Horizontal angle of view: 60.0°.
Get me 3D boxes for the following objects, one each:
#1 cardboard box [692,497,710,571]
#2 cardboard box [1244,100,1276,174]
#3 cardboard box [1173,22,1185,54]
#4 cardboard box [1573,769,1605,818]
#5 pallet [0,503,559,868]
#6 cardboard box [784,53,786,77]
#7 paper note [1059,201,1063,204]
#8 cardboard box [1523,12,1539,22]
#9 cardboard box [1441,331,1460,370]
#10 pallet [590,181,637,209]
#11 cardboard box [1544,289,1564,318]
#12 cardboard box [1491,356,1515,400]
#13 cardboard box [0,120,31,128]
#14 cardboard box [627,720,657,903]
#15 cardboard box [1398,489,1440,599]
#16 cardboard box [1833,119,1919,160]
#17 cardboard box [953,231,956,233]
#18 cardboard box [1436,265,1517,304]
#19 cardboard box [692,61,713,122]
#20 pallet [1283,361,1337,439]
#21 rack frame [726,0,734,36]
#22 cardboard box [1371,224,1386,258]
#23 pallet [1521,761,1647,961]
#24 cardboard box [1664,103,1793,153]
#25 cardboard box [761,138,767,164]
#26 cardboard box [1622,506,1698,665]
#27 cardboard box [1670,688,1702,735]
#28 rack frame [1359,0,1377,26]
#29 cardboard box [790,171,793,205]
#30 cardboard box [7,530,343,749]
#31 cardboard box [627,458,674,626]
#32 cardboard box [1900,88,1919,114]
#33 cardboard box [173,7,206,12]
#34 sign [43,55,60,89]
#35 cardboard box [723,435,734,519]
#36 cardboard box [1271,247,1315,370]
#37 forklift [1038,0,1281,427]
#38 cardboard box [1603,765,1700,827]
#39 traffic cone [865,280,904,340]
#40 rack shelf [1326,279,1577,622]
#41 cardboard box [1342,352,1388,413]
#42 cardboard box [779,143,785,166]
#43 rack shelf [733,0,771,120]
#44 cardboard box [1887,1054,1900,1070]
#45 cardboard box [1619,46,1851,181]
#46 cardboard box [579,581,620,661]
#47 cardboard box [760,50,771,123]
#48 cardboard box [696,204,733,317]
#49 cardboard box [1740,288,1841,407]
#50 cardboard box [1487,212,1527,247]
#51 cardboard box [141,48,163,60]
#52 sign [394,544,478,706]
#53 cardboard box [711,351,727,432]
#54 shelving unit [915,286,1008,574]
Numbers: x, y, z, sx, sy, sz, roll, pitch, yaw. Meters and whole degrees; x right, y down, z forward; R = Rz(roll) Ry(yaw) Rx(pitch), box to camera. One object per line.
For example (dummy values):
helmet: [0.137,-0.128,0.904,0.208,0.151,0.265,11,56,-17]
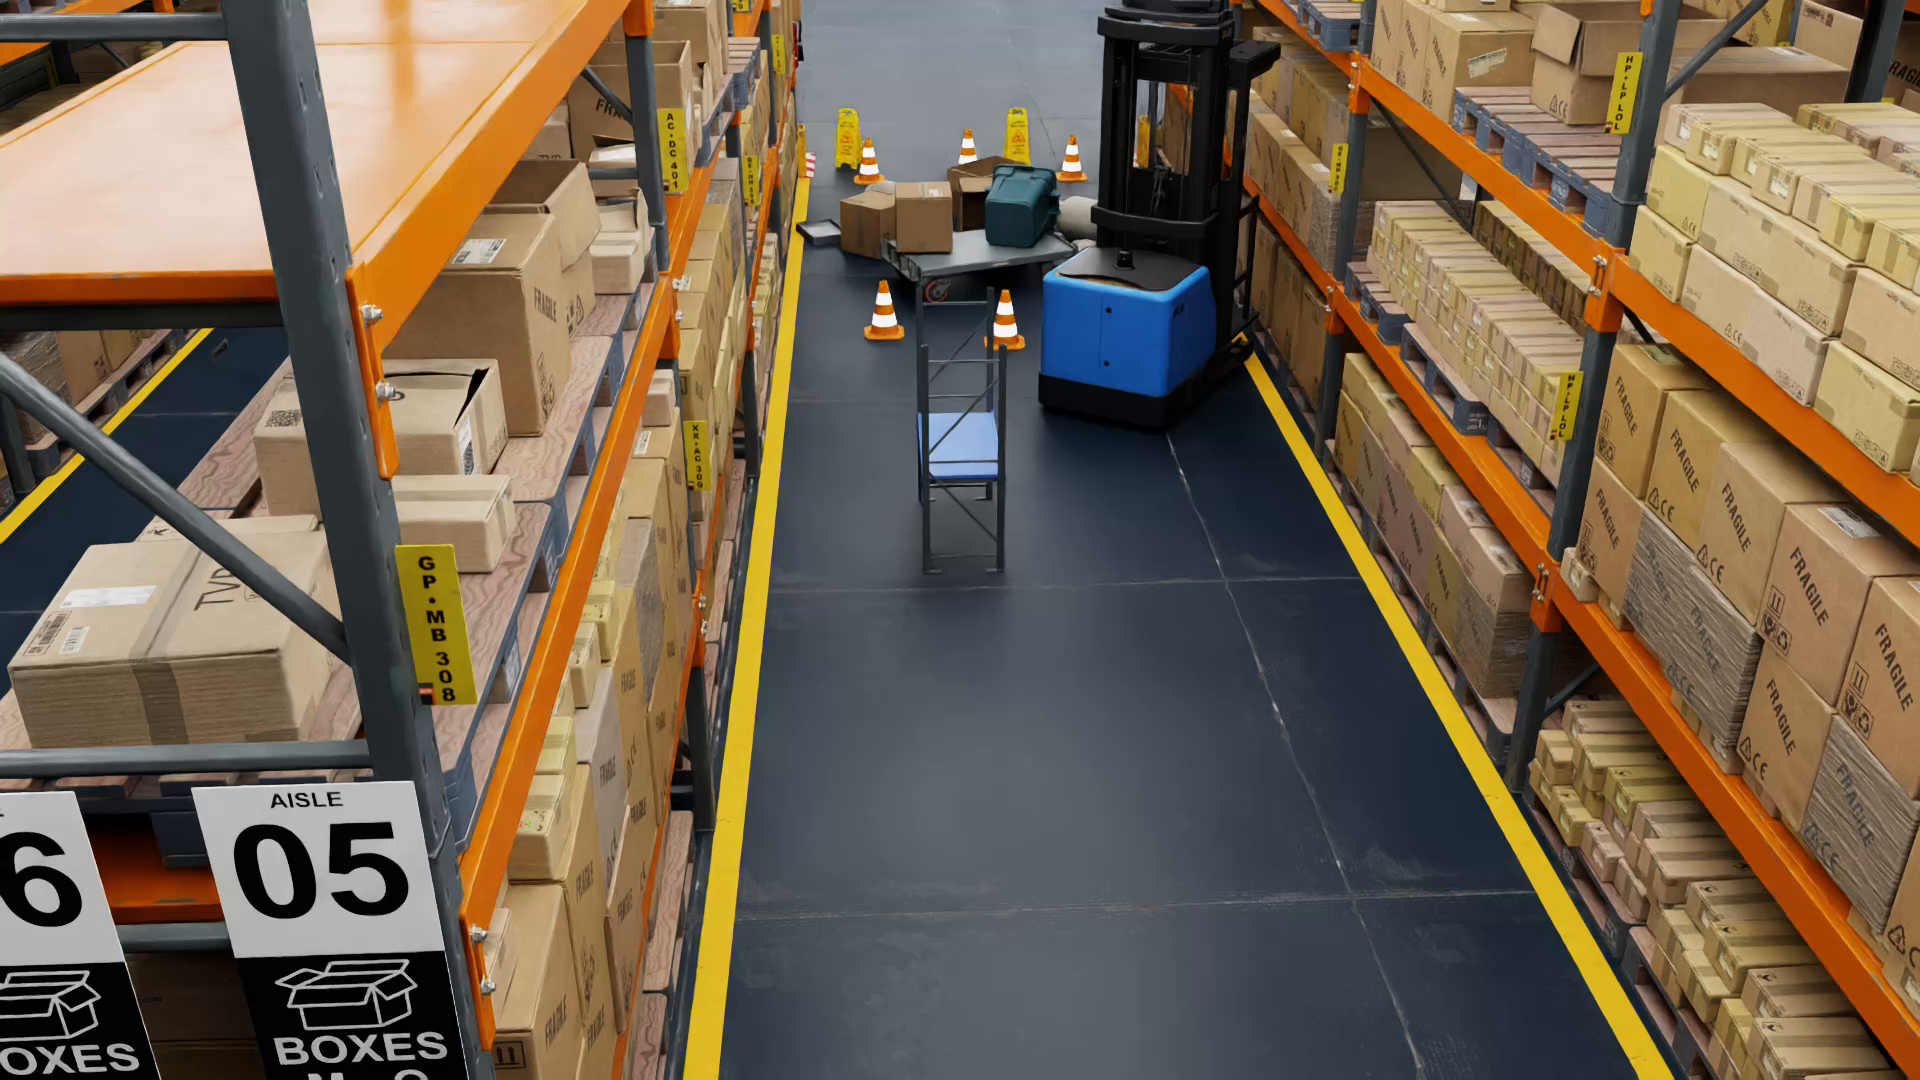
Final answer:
cardboard box: [-1.446,-0.073,7.809,0.500,0.250,0.500,-2,28,-4]
cardboard box: [2.619,-3.353,13.827,0.500,0.500,0.500,-1,28,-2]
cardboard box: [2.643,-5.019,16.968,0.875,0.550,0.550,-1,28,-3]
cardboard box: [3.053,1.139,7.629,0.380,0.149,0.250,-1,28,-2]
pallet: [-1.527,0.284,3.814,1.003,0.211,1.213,-1,28,-3]
cardboard box: [-1.958,-4.707,16.102,0.500,0.500,0.500,-1,28,-2]
paper note: [1.008,-3.575,17.574,0.144,0.017,0.142,8,29,15]
cardboard box: [3.387,-2.599,9.137,0.500,0.500,0.500,-1,28,-3]
cardboard box: [2.947,-1.075,9.384,0.380,0.149,0.250,-2,28,-4]
pallet: [-1.784,-1.598,7.533,0.805,0.209,1.217,-2,28,-5]
cardboard box: [3.592,-1.338,9.567,0.380,0.149,0.250,-1,28,-1]
cardboard box: [2.989,-0.845,8.622,0.380,0.149,0.250,-2,28,-4]
cardboard box: [-7.244,-3.078,12.598,0.380,0.149,0.250,-2,28,-3]
cardboard box: [-1.322,0.945,5.587,0.500,0.500,0.500,0,28,-1]
cardboard box: [2.912,0.016,9.725,0.500,0.500,0.500,-2,28,-4]
cardboard box: [3.564,-1.499,6.326,0.380,0.149,0.250,-1,28,-1]
cardboard box: [-0.004,-2.841,15.909,0.258,0.266,0.396,-23,35,-37]
cardboard box: [2.943,-1.457,9.475,0.380,0.149,0.250,-1,28,-1]
cardboard box: [-1.433,-2.239,8.247,0.396,0.266,0.258,1,28,2]
pallet: [3.076,-1.073,12.580,1.003,0.211,1.213,-1,28,-3]
rack frame: [-1.896,-4.438,9.527,1.000,3.000,0.127,-1,28,-3]
cardboard box: [2.867,-1.922,10.688,0.380,0.149,0.250,0,28,0]
pallet: [3.321,1.449,7.743,1.003,0.211,1.213,-1,28,-3]
cardboard box: [3.024,-1.618,6.556,0.380,0.149,0.250,-2,28,-4]
cardboard box: [-1.740,-3.111,13.288,0.380,0.149,0.250,-1,28,-2]
cardboard box: [3.058,0.190,6.711,0.500,0.500,0.500,-1,28,-3]
cardboard box: [3.049,0.637,6.557,0.380,0.149,0.250,-1,28,-2]
rack frame: [3.042,-4.604,9.846,1.000,3.000,0.127,-1,28,-3]
cardboard box: [-1.951,-3.591,16.911,0.500,0.250,0.500,-2,28,-4]
cardboard box: [-1.592,0.217,3.446,0.500,0.250,0.500,-4,28,-7]
cardboard box: [-1.368,0.028,6.264,0.500,0.500,0.500,-2,28,-3]
cardboard box: [7.974,-3.298,13.263,0.797,0.503,0.637,1,28,3]
cardboard box: [-7.506,-5.051,16.060,0.380,0.149,0.250,-2,28,-4]
sign: [-7.616,-3.908,13.978,0.100,0.325,0.005,-1,28,-3]
cardboard box: [-1.943,-0.701,10.693,0.875,0.875,0.875,-2,28,-3]
cardboard box: [3.051,-1.820,12.974,1.050,0.750,0.750,-1,28,-2]
forklift: [1.741,-2.773,12.897,1.130,2.935,3.031,14,31,25]
cardboard box: [3.080,1.126,7.333,0.380,0.149,0.250,-2,28,-3]
traffic cone: [-0.642,-1.961,14.010,0.336,0.463,0.334,-1,28,-3]
rack shelf: [3.146,-0.701,9.629,1.077,0.370,4.000,-1,28,-3]
cardboard box: [2.836,-1.030,10.919,0.500,0.250,0.500,-3,28,-5]
cardboard box: [-1.813,-3.550,15.320,0.380,0.149,0.250,-1,28,-2]
rack shelf: [-2.000,-3.712,12.158,1.077,0.370,4.000,-1,28,-3]
cardboard box: [3.616,1.968,6.039,0.380,0.149,0.250,-3,28,-5]
cardboard box: [3.341,-1.835,7.218,0.700,0.500,0.500,-1,28,-3]
cardboard box: [-1.259,0.254,5.129,0.380,0.149,0.250,-2,28,-4]
cardboard box: [-1.852,-3.779,13.869,0.500,0.500,0.500,-2,28,-4]
cardboard box: [-1.553,-1.567,9.321,0.500,0.500,0.500,-1,28,-3]
cardboard box: [3.054,-0.668,5.705,0.500,0.250,0.500,0,28,0]
cardboard box: [3.536,-1.951,10.421,0.380,0.149,0.250,-2,28,-3]
cardboard box: [-6.782,-4.121,14.277,0.380,0.149,0.250,-1,28,-2]
sign: [-0.924,0.154,2.937,0.100,0.325,0.005,-1,28,-3]
cardboard box: [-1.484,-0.769,8.603,0.500,0.250,0.500,-1,28,-2]
shelving unit: [-0.004,-0.704,10.479,0.538,1.500,1.048,-1,28,-3]
